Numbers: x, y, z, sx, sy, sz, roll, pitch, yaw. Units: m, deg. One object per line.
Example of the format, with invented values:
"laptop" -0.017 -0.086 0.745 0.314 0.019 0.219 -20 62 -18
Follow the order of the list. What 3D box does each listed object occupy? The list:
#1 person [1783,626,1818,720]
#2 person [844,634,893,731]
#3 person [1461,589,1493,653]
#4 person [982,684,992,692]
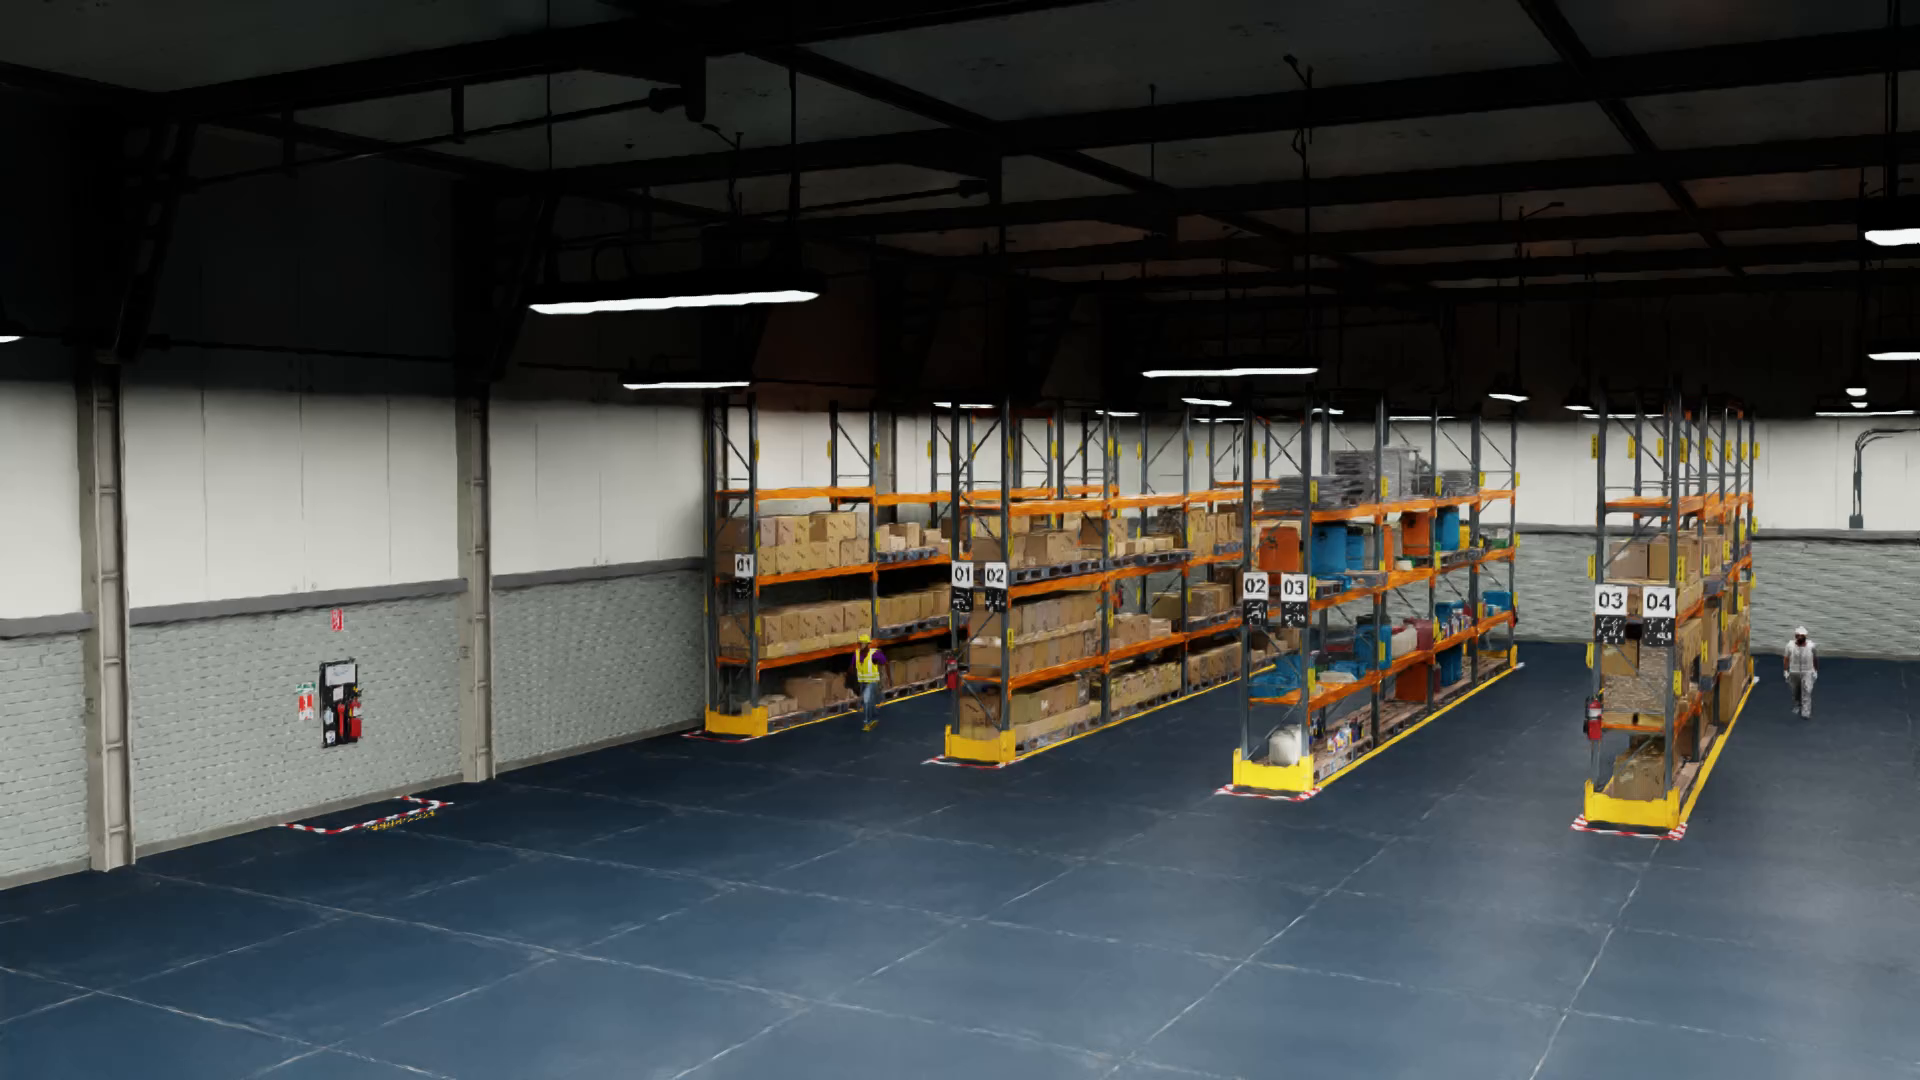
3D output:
"person" 15.687 2.458 31.054 0.566 1.706 1.122 2 4 31
"person" -1.654 2.532 29.916 0.738 1.701 0.830 2 4 34
"person" 12.752 1.979 40.974 0.937 1.612 0.519 -3 4 -41
"person" 0.660 2.335 33.897 0.444 1.657 0.577 0 3 3
